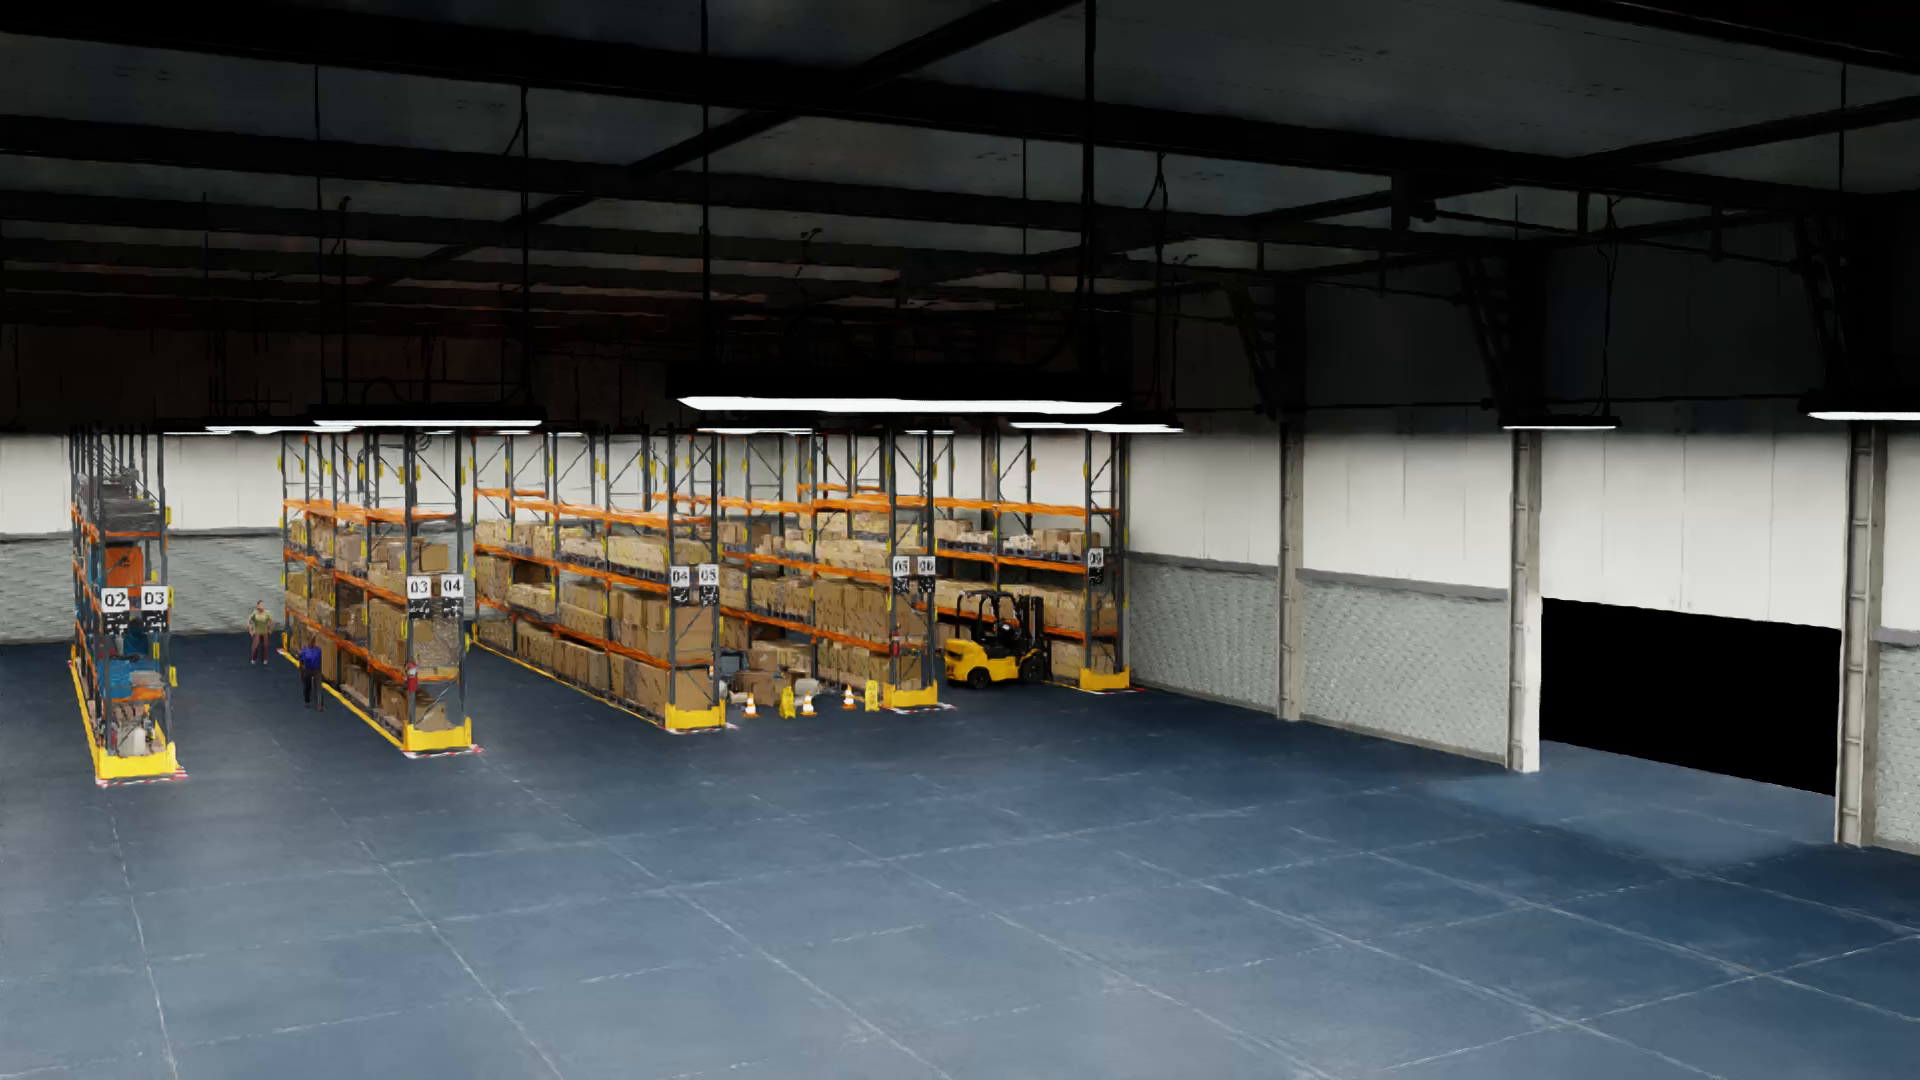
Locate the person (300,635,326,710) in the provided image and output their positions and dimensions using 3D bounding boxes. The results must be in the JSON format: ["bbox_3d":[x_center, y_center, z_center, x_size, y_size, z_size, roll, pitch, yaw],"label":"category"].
[{"bbox_3d":[-13.608,2.762,34.892,0.447,1.574,1.088,-2,4,-27],"label":"person"}]

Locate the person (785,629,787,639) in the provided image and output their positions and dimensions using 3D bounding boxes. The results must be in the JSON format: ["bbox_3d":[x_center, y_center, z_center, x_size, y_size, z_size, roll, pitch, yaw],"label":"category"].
[{"bbox_3d":[-5.112,1.956,46.330,0.630,1.773,0.678,0,4,0],"label":"person"}]

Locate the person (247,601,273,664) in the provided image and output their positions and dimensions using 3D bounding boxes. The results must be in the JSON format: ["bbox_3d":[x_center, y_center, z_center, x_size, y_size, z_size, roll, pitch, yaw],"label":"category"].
[{"bbox_3d":[-17.649,2.329,41.949,0.594,1.618,0.503,-2,4,-31],"label":"person"}]
